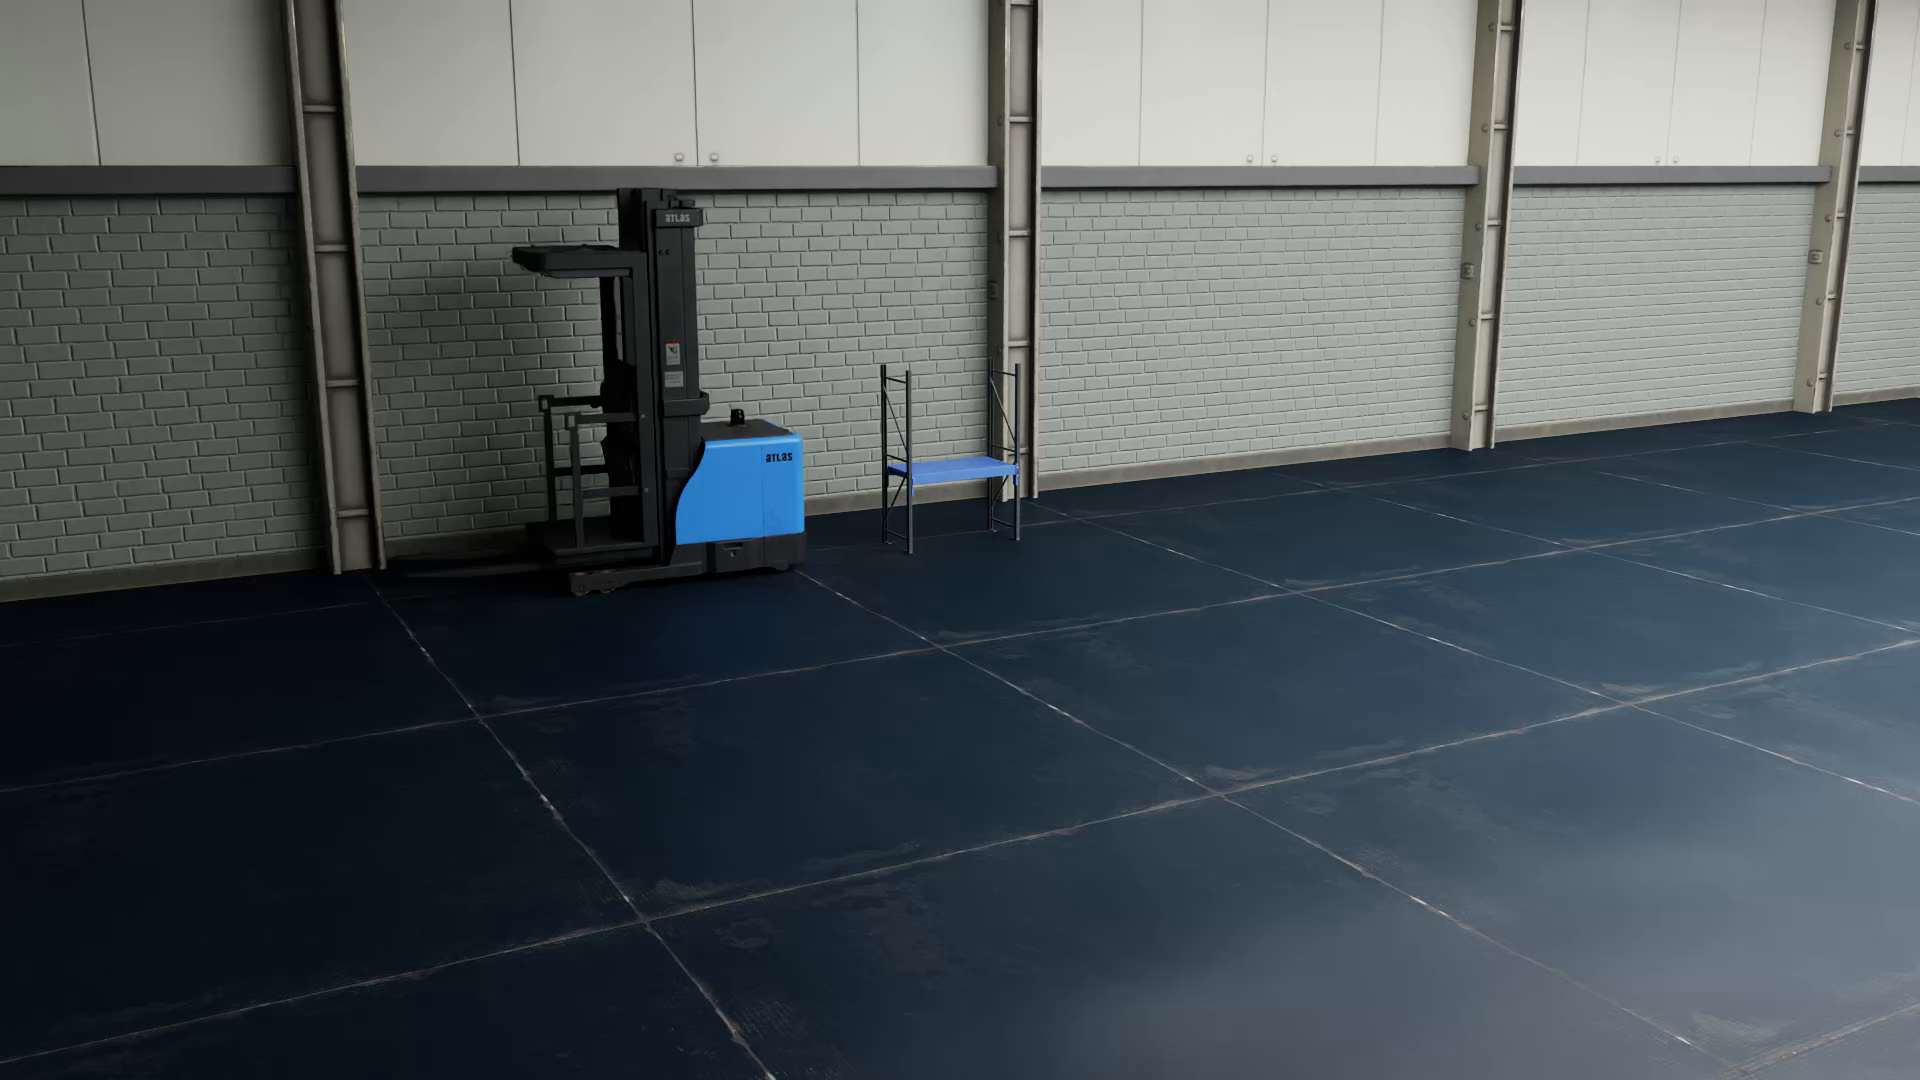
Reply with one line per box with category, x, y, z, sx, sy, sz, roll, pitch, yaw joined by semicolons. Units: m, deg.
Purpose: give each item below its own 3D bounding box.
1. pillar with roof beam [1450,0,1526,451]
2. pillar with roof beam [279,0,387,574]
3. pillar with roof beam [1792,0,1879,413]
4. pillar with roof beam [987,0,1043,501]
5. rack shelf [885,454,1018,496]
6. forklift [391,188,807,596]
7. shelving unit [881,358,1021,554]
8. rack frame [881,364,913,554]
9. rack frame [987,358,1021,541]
pillar with roof beam;7.830;-4.605;14.077;0.400;9.000;9.100;-7;14;-28
pillar with roof beam;-2.703;-3.343;8.468;0.400;9.000;9.100;-7;14;-28
pillar with roof beam;13.096;-5.237;16.882;0.400;9.000;9.100;-7;14;-28
pillar with roof beam;2.563;-3.974;11.273;0.400;9.000;9.100;-7;14;-28
rack shelf;-0.075;-0.547;13.944;1.000;0.185;0.538;-7;14;-28
forklift;-2.764;-1.151;12.548;3.031;2.935;1.130;-6;14;-24
shelving unit;-0.075;-0.723;13.905;1.048;1.500;0.538;-7;14;-28
rack frame;-0.521;-0.669;13.667;0.032;1.500;0.500;-7;14;-28
rack frame;0.371;-0.776;14.142;0.032;1.500;0.500;-7;14;-28
